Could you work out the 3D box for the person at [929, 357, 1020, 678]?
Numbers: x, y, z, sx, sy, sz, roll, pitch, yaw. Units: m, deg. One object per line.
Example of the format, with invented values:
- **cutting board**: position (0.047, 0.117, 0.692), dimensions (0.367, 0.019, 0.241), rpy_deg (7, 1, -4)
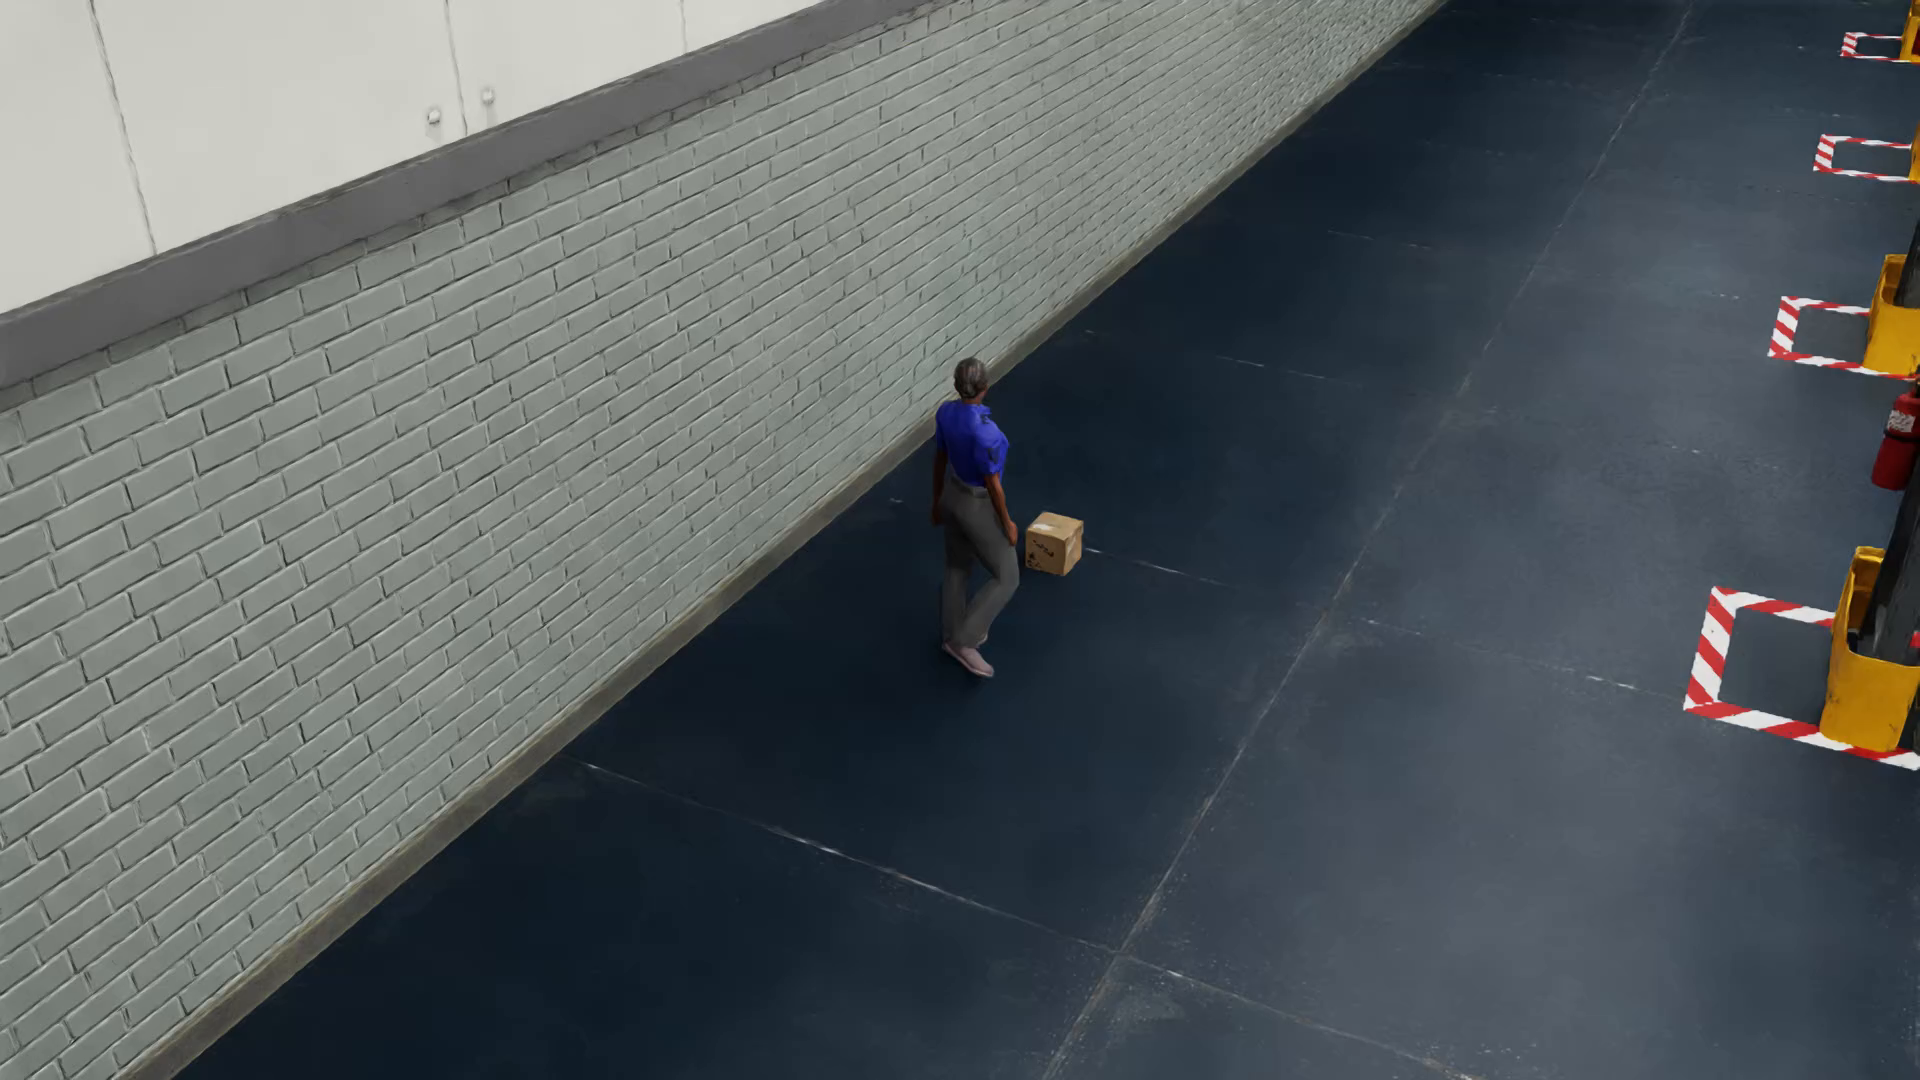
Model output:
- **person**: position (0.054, -0.112, 8.448), dimensions (0.433, 1.651, 0.637), rpy_deg (-19, 35, -29)
